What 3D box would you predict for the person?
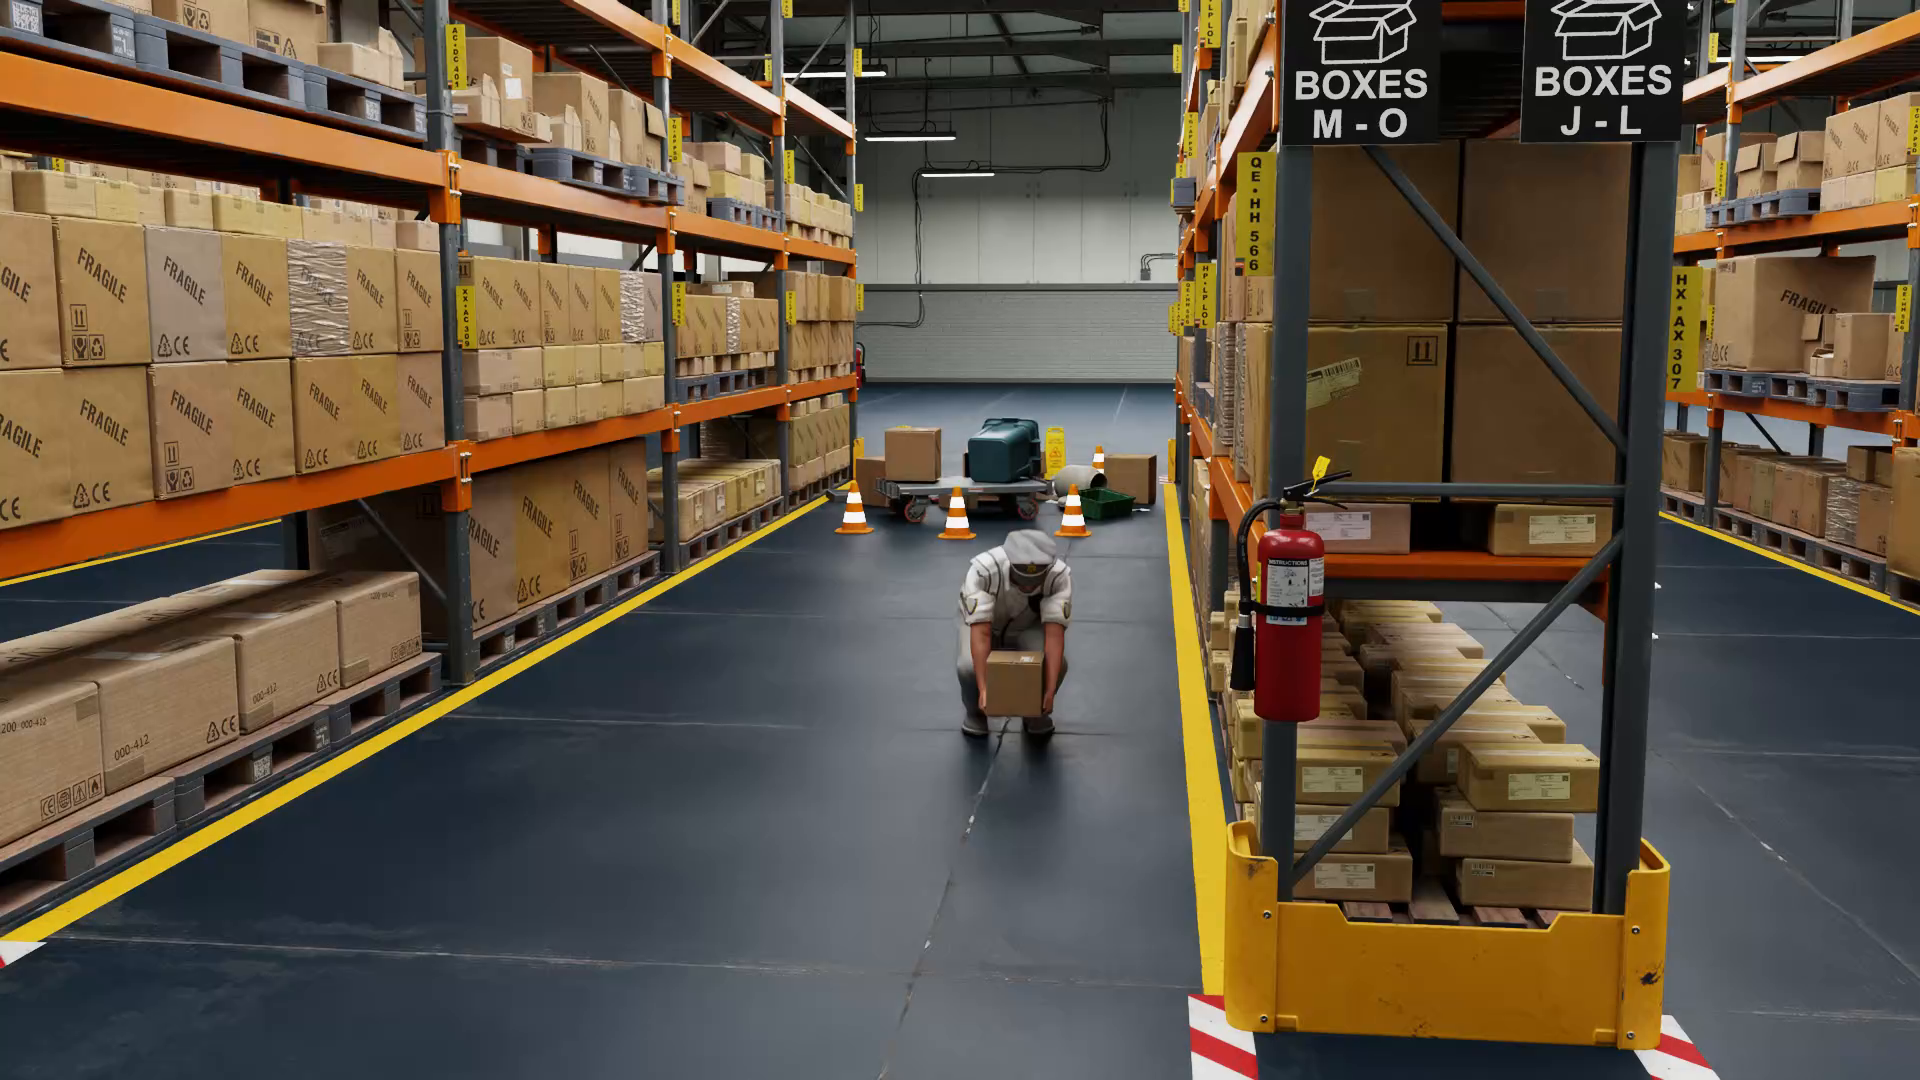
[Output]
[{"bbox_3d":[0.242,0.427,7.840,0.534,1.030,0.936,-1,8,-4],"label":"person"}]
